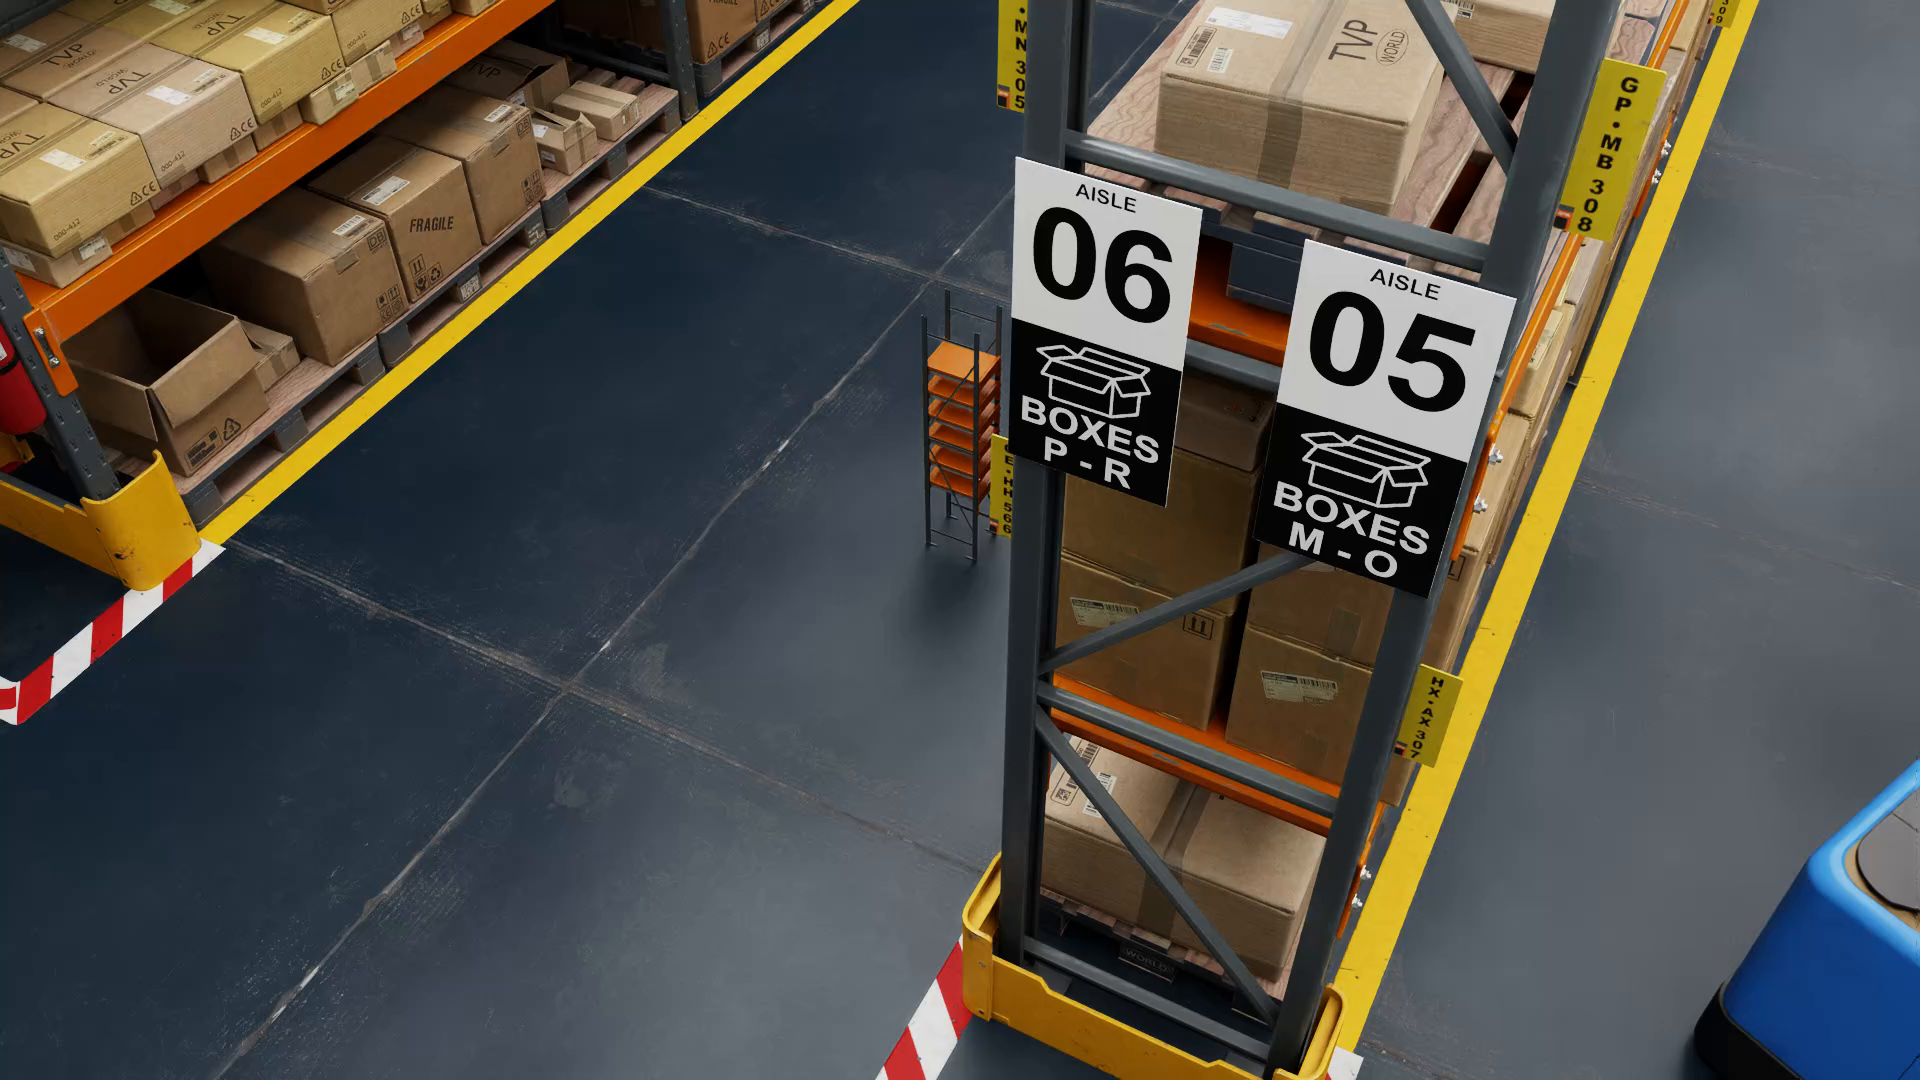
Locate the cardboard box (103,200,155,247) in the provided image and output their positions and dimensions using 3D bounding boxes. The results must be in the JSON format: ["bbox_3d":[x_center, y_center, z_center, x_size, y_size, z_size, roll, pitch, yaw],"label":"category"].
[{"bbox_3d":[-3.332,-1.284,6.367,0.380,0.149,0.250,22,49,20],"label":"cardboard box"}]

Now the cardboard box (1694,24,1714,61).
[{"bbox_3d":[2.905,-2.271,6.919,0.500,0.250,0.500,19,48,18],"label":"cardboard box"}]

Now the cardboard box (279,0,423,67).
[{"bbox_3d":[-2.670,-2.297,7.087,0.500,0.250,0.500,19,48,18],"label":"cardboard box"}]

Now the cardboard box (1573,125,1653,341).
[{"bbox_3d":[1.765,-1.008,5.144,0.500,0.500,0.500,21,49,19],"label":"cardboard box"}]

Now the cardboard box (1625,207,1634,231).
[{"bbox_3d":[2.228,-1.297,6.132,0.500,0.500,0.500,19,48,18],"label":"cardboard box"}]

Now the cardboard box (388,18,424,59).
[{"bbox_3d":[-2.604,-2.262,7.333,0.380,0.149,0.250,20,49,19],"label":"cardboard box"}]

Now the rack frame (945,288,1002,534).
[{"bbox_3d":[0.049,-0.489,6.669,0.240,1.200,0.006,20,49,19],"label":"rack frame"}]

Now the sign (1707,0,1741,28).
[{"bbox_3d":[2.943,-2.114,6.346,0.100,0.325,0.005,20,49,19],"label":"sign"}]

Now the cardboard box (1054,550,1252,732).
[{"bbox_3d":[0.583,0.129,4.723,0.500,0.500,0.500,21,49,19],"label":"cardboard box"}]

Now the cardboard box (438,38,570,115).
[{"bbox_3d":[-2.464,-2.465,8.952,0.500,0.311,0.500,22,49,20],"label":"cardboard box"}]

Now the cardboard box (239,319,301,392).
[{"bbox_3d":[-3.205,-0.835,7.455,0.380,0.149,0.250,19,48,18],"label":"cardboard box"}]

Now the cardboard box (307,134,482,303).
[{"bbox_3d":[-2.671,-1.529,7.895,0.500,0.500,0.500,21,49,20],"label":"cardboard box"}]

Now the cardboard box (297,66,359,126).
[{"bbox_3d":[-2.767,-1.904,6.979,0.380,0.149,0.250,19,48,18],"label":"cardboard box"}]

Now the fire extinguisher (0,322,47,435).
[{"bbox_3d":[-3.463,-0.677,5.907,0.296,0.674,0.183,20,49,19],"label":"fire extinguisher"}]

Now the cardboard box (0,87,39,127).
[{"bbox_3d":[-3.826,-1.510,6.310,0.500,0.250,0.500,22,49,20],"label":"cardboard box"}]

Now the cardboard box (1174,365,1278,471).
[{"bbox_3d":[0.583,-0.351,4.038,0.380,0.149,0.250,21,49,20],"label":"cardboard box"}]

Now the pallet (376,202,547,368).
[{"bbox_3d":[-2.833,-1.416,8.282,1.003,0.211,1.213,20,49,19],"label":"pallet"}]

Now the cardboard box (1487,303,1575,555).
[{"bbox_3d":[1.302,-0.367,4.510,0.500,0.500,0.500,19,48,18],"label":"cardboard box"}]

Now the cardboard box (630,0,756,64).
[{"bbox_3d":[-1.524,-3.100,9.447,0.500,0.500,0.500,22,49,21],"label":"cardboard box"}]

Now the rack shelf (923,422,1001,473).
[{"bbox_3d":[0.007,-0.400,6.644,0.258,0.103,0.180,20,49,19],"label":"rack shelf"}]

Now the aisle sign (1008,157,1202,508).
[{"bbox_3d":[0.286,-0.415,3.503,0.394,0.787,0.004,20,49,19],"label":"aisle sign"}]

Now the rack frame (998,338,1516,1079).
[{"bbox_3d":[0.594,0.556,4.372,1.000,3.000,0.127,20,49,19],"label":"rack frame"}]

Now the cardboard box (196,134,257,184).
[{"bbox_3d":[-3.069,-1.600,6.679,0.380,0.149,0.250,22,49,20],"label":"cardboard box"}]

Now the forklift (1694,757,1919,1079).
[{"bbox_3d":[3.837,0.260,4.712,3.031,2.935,1.130,-29,52,-25],"label":"forklift"}]

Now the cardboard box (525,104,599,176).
[{"bbox_3d":[-2.112,-2.114,8.637,0.396,0.266,0.258,22,49,20],"label":"cardboard box"}]

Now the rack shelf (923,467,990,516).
[{"bbox_3d":[0.007,-0.231,6.814,0.258,0.103,0.180,20,49,19],"label":"rack shelf"}]

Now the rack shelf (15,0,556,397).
[{"bbox_3d":[-2.876,-2.088,7.490,1.077,0.370,4.000,20,49,19],"label":"rack shelf"}]

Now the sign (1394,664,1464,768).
[{"bbox_3d":[1.082,0.411,3.851,0.100,0.325,0.005,20,49,19],"label":"sign"}]

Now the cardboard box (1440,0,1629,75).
[{"bbox_3d":[1.302,-1.203,3.812,0.380,0.149,0.250,22,49,20],"label":"cardboard box"}]

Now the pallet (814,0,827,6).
[{"bbox_3d":[-1.038,-3.917,10.752,1.003,0.211,1.213,20,49,19],"label":"pallet"}]

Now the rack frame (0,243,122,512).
[{"bbox_3d":[-3.804,-1.081,5.989,1.000,3.000,0.127,20,49,19],"label":"rack frame"}]

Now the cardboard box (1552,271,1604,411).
[{"bbox_3d":[1.751,-0.650,5.493,0.500,0.500,0.500,22,49,20],"label":"cardboard box"}]

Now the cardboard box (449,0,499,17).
[{"bbox_3d":[-2.312,-2.559,7.626,0.380,0.149,0.250,20,49,18],"label":"cardboard box"}]

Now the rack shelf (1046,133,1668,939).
[{"bbox_3d":[1.522,-0.451,5.873,1.077,0.370,4.000,20,49,19],"label":"rack shelf"}]

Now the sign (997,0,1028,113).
[{"bbox_3d":[0.120,-0.970,3.204,0.100,0.325,0.005,20,49,19],"label":"sign"}]

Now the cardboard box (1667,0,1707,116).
[{"bbox_3d":[2.233,-1.645,5.774,0.500,0.500,0.500,20,49,18],"label":"cardboard box"}]

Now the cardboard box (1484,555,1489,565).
[{"bbox_3d":[1.281,-0.015,4.865,0.500,0.500,0.500,20,49,19],"label":"cardboard box"}]

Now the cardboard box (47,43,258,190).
[{"bbox_3d":[-3.121,-1.647,6.445,0.500,0.250,0.500,21,49,19],"label":"cardboard box"}]

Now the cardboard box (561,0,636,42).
[{"bbox_3d":[-1.982,-3.276,9.621,0.500,0.500,0.500,20,49,19],"label":"cardboard box"}]

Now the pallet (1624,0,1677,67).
[{"bbox_3d":[1.494,-1.710,4.564,1.003,0.211,1.213,20,49,19],"label":"pallet"}]

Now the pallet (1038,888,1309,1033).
[{"bbox_3d":[0.896,1.007,5.887,1.003,0.211,1.213,20,49,19],"label":"pallet"}]

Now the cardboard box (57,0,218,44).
[{"bbox_3d":[-3.352,-2.145,6.937,0.500,0.250,0.500,22,49,20],"label":"cardboard box"}]

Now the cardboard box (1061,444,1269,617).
[{"bbox_3d":[0.607,-0.213,4.358,0.500,0.500,0.500,22,49,20],"label":"cardboard box"}]

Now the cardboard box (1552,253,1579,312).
[{"bbox_3d":[1.391,-0.677,4.361,0.380,0.149,0.250,19,48,18],"label":"cardboard box"}]

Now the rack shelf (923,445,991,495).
[{"bbox_3d":[0.007,-0.315,6.729,0.258,0.103,0.180,20,49,19],"label":"rack shelf"}]

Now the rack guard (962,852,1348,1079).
[{"bbox_3d":[0.583,1.450,5.246,1.175,0.500,0.348,20,49,19],"label":"rack guard"}]

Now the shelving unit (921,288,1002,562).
[{"bbox_3d":[0.007,-0.431,6.612,0.258,1.200,0.189,20,49,19],"label":"shelving unit"}]
